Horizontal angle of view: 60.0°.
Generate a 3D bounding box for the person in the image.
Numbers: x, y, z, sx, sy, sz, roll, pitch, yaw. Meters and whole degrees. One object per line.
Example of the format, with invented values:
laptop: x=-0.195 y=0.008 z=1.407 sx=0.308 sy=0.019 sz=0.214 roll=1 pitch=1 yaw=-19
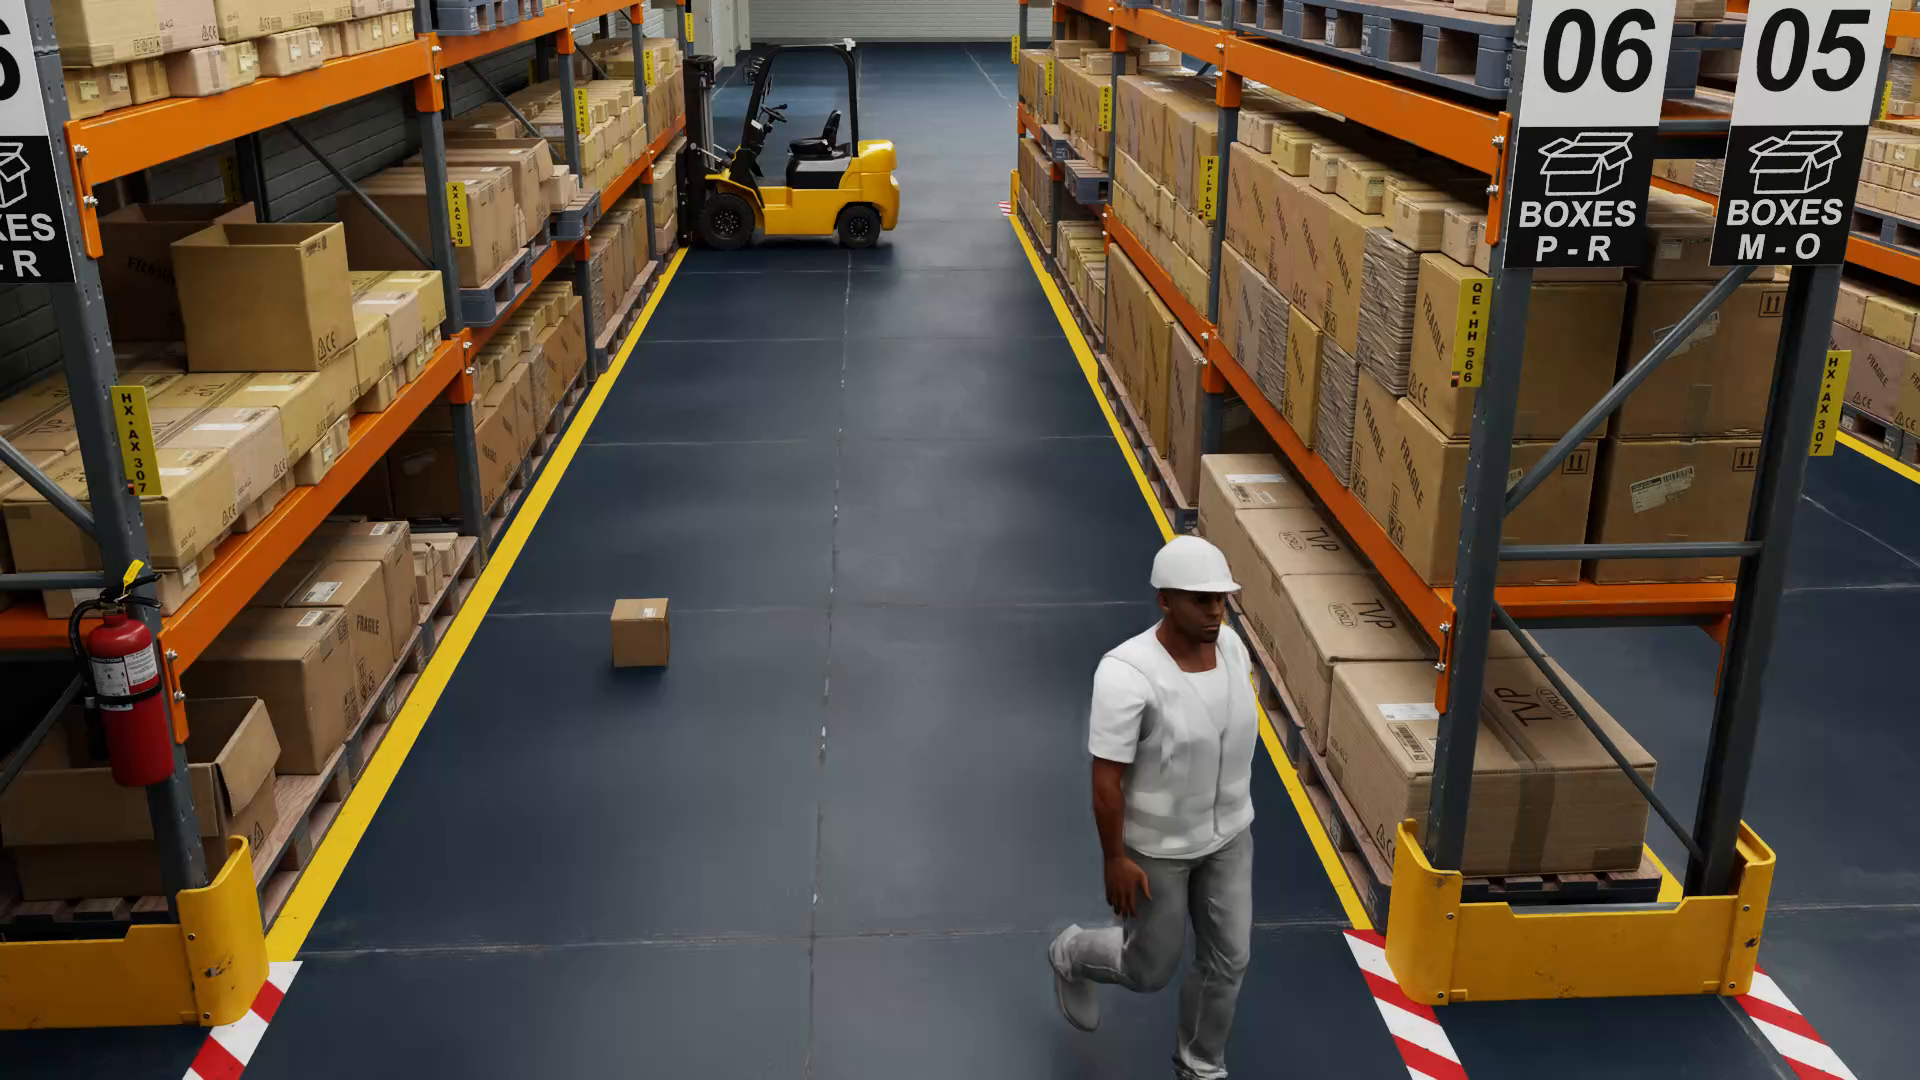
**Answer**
person: x=0.595 y=0.816 z=4.806 sx=0.576 sy=1.747 sz=0.799 roll=-12 pitch=24 yaw=-30
